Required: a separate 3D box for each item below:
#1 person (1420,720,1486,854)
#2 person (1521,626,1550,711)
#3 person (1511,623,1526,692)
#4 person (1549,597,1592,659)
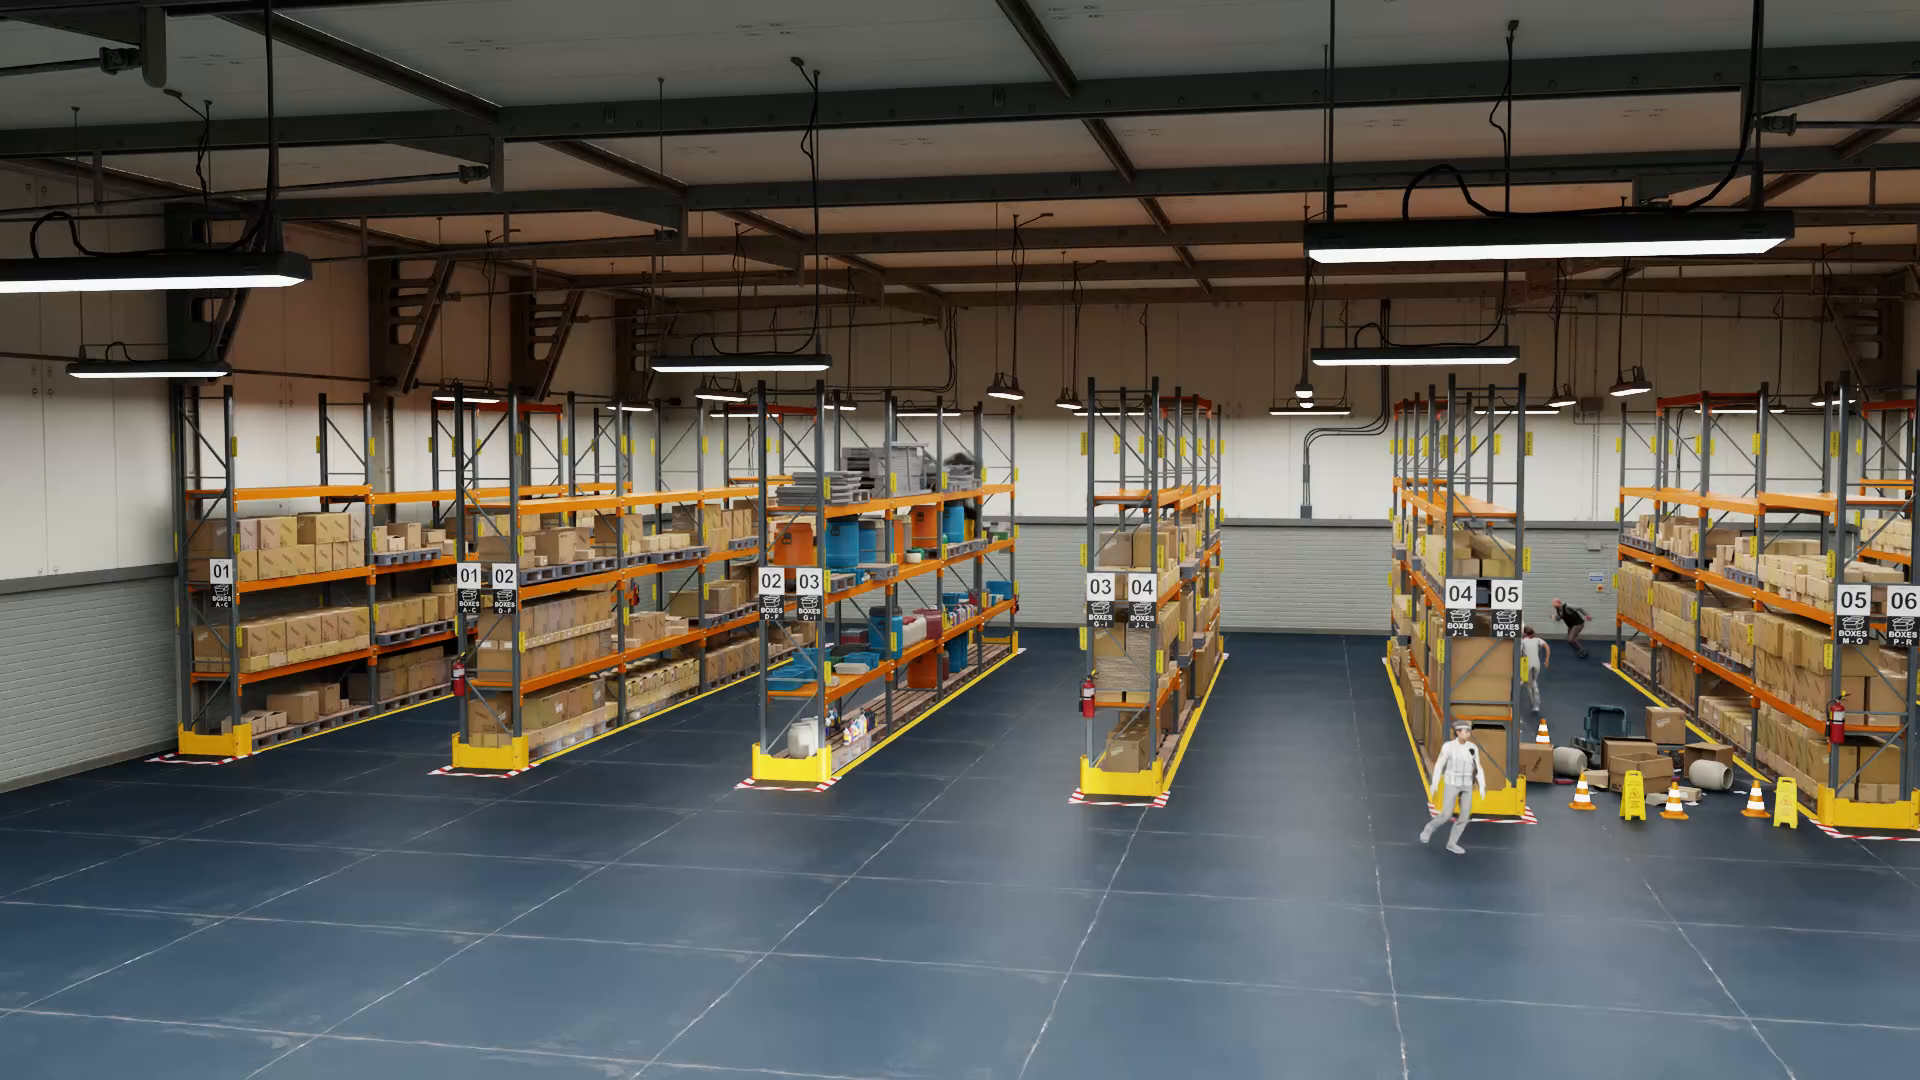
[{"bbox_3d":[6.080,3.028,20.527,0.711,1.649,0.545,0,3,-9],"label":"person"},{"bbox_3d":[10.881,2.439,31.664,0.568,1.594,0.676,0,3,1],"label":"person"},{"bbox_3d":[11.228,2.250,33.761,0.683,1.734,0.818,0,3,4],"label":"person"},{"bbox_3d":[14.434,2.082,39.353,0.971,1.451,0.650,-1,3,-14],"label":"person"}]
